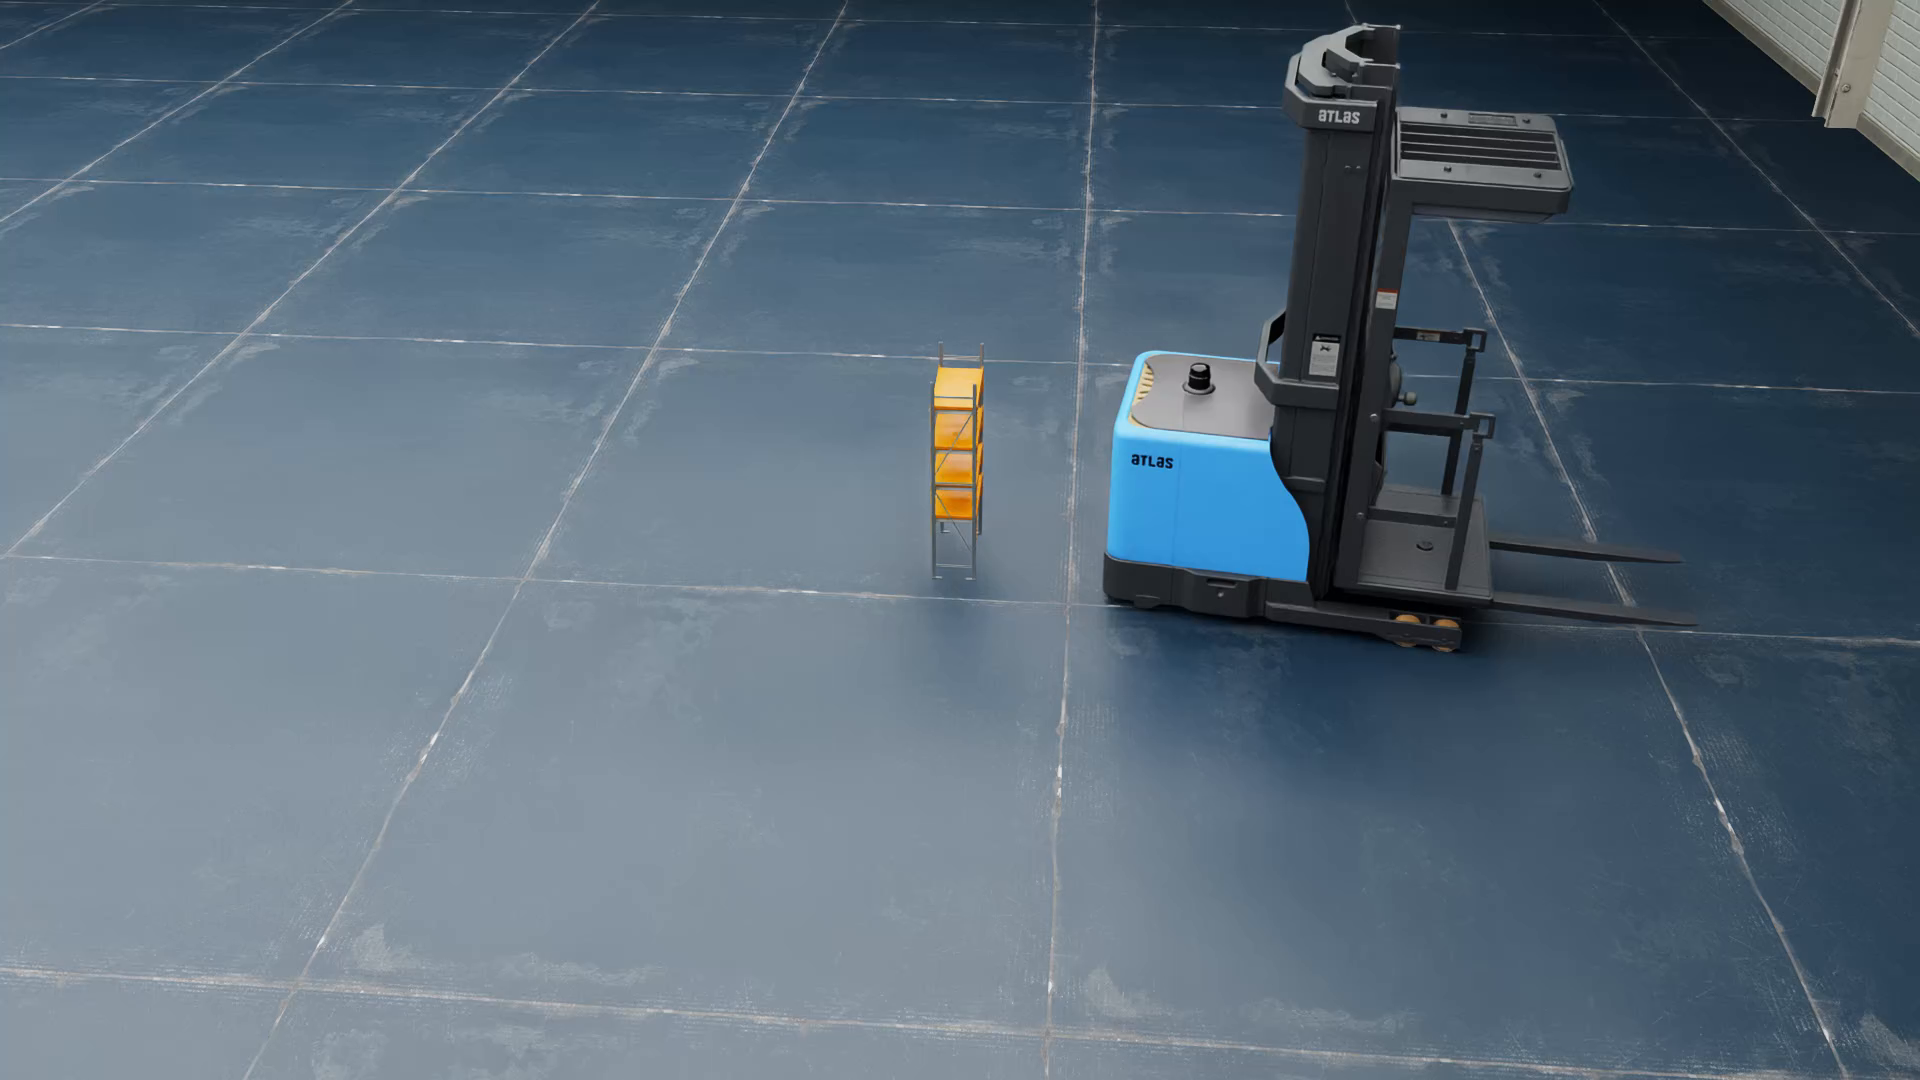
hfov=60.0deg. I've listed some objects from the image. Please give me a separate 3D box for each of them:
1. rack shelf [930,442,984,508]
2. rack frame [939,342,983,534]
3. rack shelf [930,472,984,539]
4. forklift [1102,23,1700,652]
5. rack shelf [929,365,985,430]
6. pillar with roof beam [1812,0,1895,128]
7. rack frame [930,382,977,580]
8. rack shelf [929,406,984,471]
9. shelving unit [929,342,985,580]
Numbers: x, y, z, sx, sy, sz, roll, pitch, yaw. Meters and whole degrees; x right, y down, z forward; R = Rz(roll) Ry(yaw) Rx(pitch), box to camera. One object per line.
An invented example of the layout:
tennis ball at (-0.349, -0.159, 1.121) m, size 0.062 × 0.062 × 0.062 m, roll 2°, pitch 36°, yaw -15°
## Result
rack shelf at (-0.013, -0.367, 9.110) m, size 0.258 × 0.148 × 0.480 m, roll 2°, pitch 32°, yaw 4°
rack frame at (0.006, -0.552, 9.282) m, size 0.240 × 1.200 × 0.015 m, roll 2°, pitch 32°, yaw 4°
rack shelf at (-0.013, -0.198, 9.215) m, size 0.258 × 0.148 × 0.480 m, roll 2°, pitch 32°, yaw 4°
forklift at (2.341, -0.977, 8.322) m, size 3.031 × 2.935 × 1.130 m, roll 7°, pitch 32°, yaw 11°
rack shelf at (-0.013, -0.759, 8.869) m, size 0.258 × 0.148 × 0.480 m, roll 2°, pitch 32°, yaw 4°
pillar with roof beam at (4.187, -8.069, 14.046) m, size 9.100 × 9.000 × 0.400 m, roll 2°, pitch 32°, yaw 4°
rack frame at (-0.033, -0.297, 8.868) m, size 0.240 × 1.200 × 0.015 m, roll 2°, pitch 32°, yaw 4°
rack shelf at (-0.013, -0.557, 8.993) m, size 0.258 × 0.148 × 0.480 m, roll 2°, pitch 32°, yaw 4°
shelving unit at (-0.013, -0.424, 9.075) m, size 0.258 × 1.200 × 0.503 m, roll 2°, pitch 32°, yaw 4°
